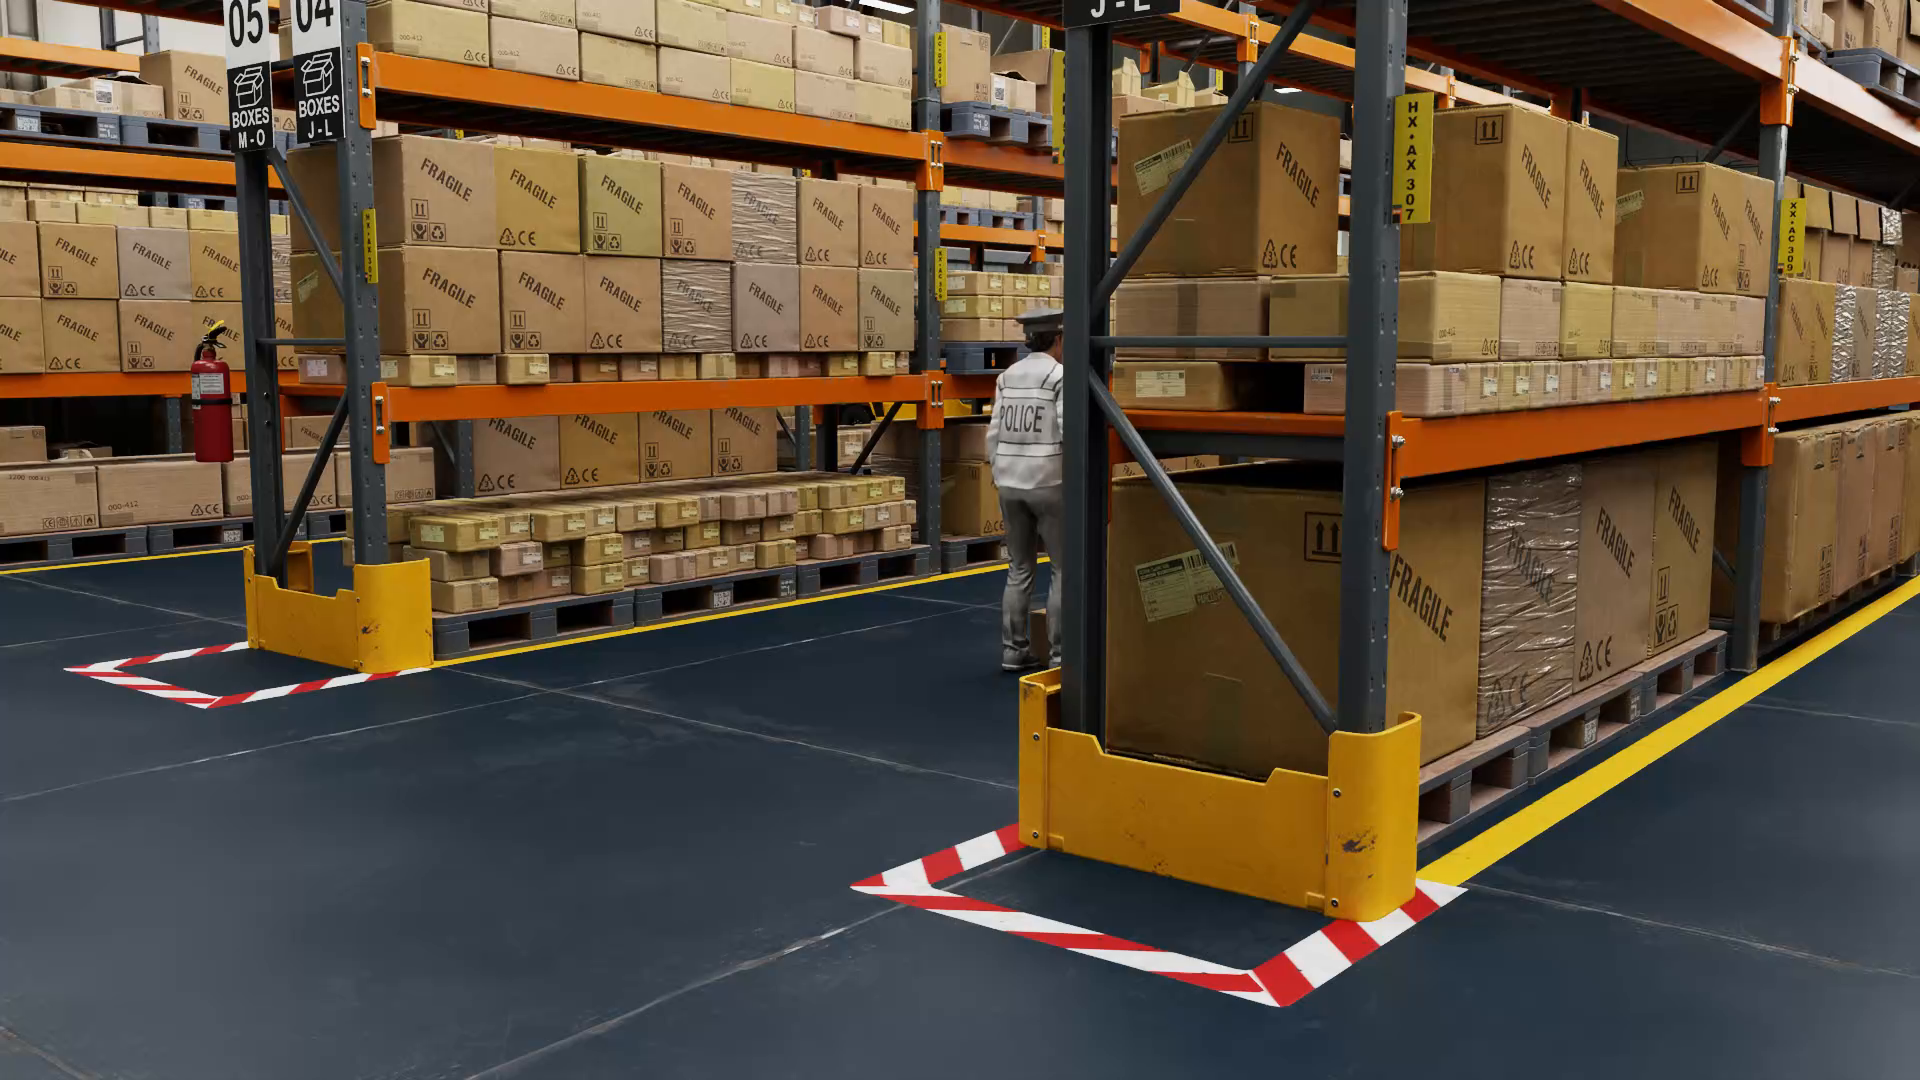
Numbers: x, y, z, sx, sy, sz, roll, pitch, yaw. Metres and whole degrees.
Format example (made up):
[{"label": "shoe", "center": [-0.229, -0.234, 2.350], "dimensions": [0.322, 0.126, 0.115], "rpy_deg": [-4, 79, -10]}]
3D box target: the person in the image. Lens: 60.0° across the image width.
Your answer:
[{"label": "person", "center": [0.362, -0.220, 7.569], "dimensions": [0.529, 1.663, 0.372], "rpy_deg": [5, 9, 39]}]
